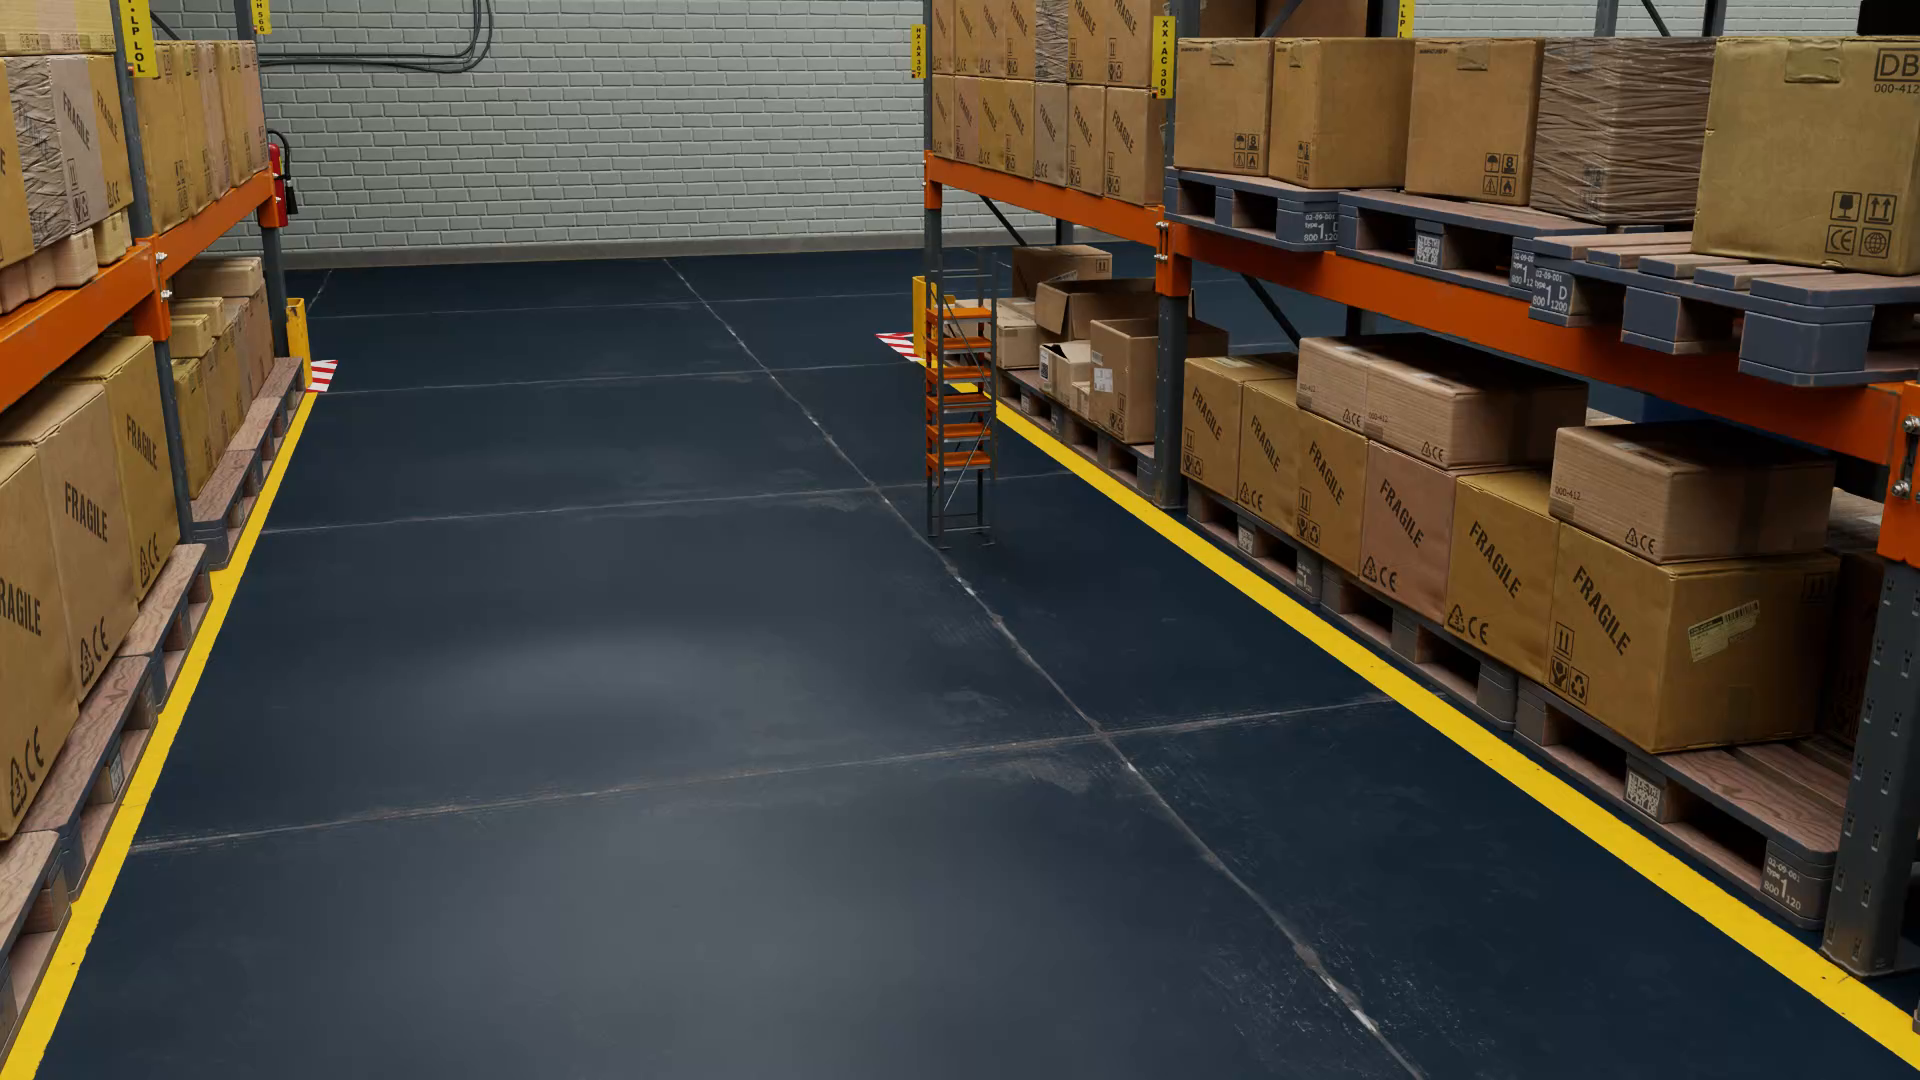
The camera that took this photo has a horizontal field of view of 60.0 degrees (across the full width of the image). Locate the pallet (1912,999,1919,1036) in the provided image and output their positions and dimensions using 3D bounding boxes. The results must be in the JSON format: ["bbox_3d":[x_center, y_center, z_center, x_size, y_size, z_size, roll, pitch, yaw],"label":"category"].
[{"bbox_3d":[2.649,1.054,3.077,1.003,0.211,1.213,-5,17,-15],"label":"pallet"}]

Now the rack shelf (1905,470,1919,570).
[{"bbox_3d":[3.010,0.385,1.706,1.077,0.370,4.000,-5,17,-15],"label":"rack shelf"}]

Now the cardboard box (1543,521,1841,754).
[{"bbox_3d":[1.977,0.234,4.540,0.500,0.500,0.500,-4,17,-13],"label":"cardboard box"}]

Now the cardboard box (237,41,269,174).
[{"bbox_3d":[-4.351,-2.336,8.994,0.980,0.700,0.700,-4,17,-13],"label":"cardboard box"}]

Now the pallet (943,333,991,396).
[{"bbox_3d":[0.502,-1.148,10.408,1.003,0.211,1.213,-5,17,-15],"label":"pallet"}]

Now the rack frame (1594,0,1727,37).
[{"bbox_3d":[5.025,-3.116,12.111,1.000,3.000,0.127,-5,17,-15],"label":"rack frame"}]

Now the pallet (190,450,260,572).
[{"bbox_3d":[-3.535,-0.107,6.942,1.003,0.211,1.213,-5,17,-15],"label":"pallet"}]

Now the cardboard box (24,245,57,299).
[{"bbox_3d":[-2.784,-0.760,4.670,0.380,0.149,0.250,-5,17,-15],"label":"cardboard box"}]

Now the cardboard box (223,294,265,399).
[{"bbox_3d":[-4.074,-1.013,8.724,0.700,0.500,0.500,-5,17,-15],"label":"cardboard box"}]

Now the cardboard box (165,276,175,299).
[{"bbox_3d":[-4.230,-1.271,8.457,0.380,0.149,0.250,-5,17,-15],"label":"cardboard box"}]

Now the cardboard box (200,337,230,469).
[{"bbox_3d":[-3.643,-0.584,7.299,0.700,0.500,0.500,-5,17,-16],"label":"cardboard box"}]

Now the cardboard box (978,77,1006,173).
[{"bbox_3d":[0.412,-2.348,9.382,0.500,0.500,0.500,-5,17,-15],"label":"cardboard box"}]

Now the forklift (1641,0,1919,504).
[{"bbox_3d":[3.873,-1.153,5.694,1.130,2.935,3.031,-6,18,-18],"label":"forklift"}]

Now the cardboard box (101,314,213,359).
[{"bbox_3d":[-3.427,-0.865,7.105,0.380,0.149,0.250,-4,17,-13],"label":"cardboard box"}]

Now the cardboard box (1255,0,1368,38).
[{"bbox_3d":[1.502,-2.298,7.477,0.500,0.500,0.500,-4,17,-14],"label":"cardboard box"}]

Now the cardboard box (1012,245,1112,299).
[{"bbox_3d":[0.648,-1.608,10.671,0.500,0.500,0.500,-5,17,-15],"label":"cardboard box"}]

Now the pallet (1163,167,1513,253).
[{"bbox_3d":[1.475,-1.297,6.391,1.003,0.211,1.213,-5,17,-15],"label":"pallet"}]

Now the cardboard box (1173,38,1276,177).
[{"bbox_3d":[1.276,-1.719,6.558,0.700,0.500,0.500,-12,20,-34],"label":"cardboard box"}]

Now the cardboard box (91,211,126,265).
[{"bbox_3d":[-2.944,-0.976,5.391,0.380,0.149,0.250,-4,17,-14],"label":"cardboard box"}]

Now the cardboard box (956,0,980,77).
[{"bbox_3d":[0.281,-2.965,9.695,0.500,0.500,0.500,-5,17,-15],"label":"cardboard box"}]

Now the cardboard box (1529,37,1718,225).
[{"bbox_3d":[2.111,-1.195,4.812,0.700,0.500,0.500,-1,17,-5],"label":"cardboard box"}]

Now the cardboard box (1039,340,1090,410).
[{"bbox_3d":[0.725,-0.885,8.592,0.500,0.311,0.500,-5,17,-15],"label":"cardboard box"}]

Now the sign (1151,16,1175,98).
[{"bbox_3d":[0.841,-1.989,6.853,0.100,0.325,0.005,-5,17,-15],"label":"sign"}]

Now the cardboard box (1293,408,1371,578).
[{"bbox_3d":[1.547,-0.194,5.964,0.500,0.500,0.500,-4,17,-15],"label":"cardboard box"}]

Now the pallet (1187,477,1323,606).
[{"bbox_3d":[1.621,-0.061,6.790,1.003,0.211,1.213,-5,17,-15],"label":"pallet"}]

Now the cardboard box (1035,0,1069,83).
[{"bbox_3d":[0.691,-2.546,8.302,0.500,0.500,0.500,-5,17,-15],"label":"cardboard box"}]

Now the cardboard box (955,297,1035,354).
[{"bbox_3d":[0.276,-1.308,10.108,0.500,0.250,0.500,-5,17,-15],"label":"cardboard box"}]

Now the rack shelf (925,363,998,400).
[{"bbox_3d":[0.004,-0.643,6.744,0.258,0.103,0.180,-5,17,-15],"label":"rack shelf"}]

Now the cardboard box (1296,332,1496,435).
[{"bbox_3d":[1.534,-0.562,5.886,0.500,0.250,0.500,-5,17,-15],"label":"cardboard box"}]

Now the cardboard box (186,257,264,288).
[{"bbox_3d":[-4.001,-1.441,9.021,0.380,0.149,0.250,-5,17,-16],"label":"cardboard box"}]

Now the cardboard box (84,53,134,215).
[{"bbox_3d":[-3.032,-1.318,5.402,0.500,0.500,0.500,-5,17,-16],"label":"cardboard box"}]

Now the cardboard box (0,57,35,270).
[{"bbox_3d":[-2.610,-0.901,4.011,0.500,0.500,0.500,-4,17,-14],"label":"cardboard box"}]

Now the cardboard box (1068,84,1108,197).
[{"bbox_3d":[0.834,-1.927,7.980,0.500,0.500,0.500,-4,17,-14],"label":"cardboard box"}]

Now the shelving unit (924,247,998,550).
[{"bbox_3d":[0.004,-0.571,6.766,0.258,1.200,0.189,-5,17,-15],"label":"shelving unit"}]

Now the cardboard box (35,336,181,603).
[{"bbox_3d":[-3.098,-0.228,5.505,0.750,0.750,0.750,-4,17,-15],"label":"cardboard box"}]

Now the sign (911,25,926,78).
[{"bbox_3d":[-0.260,-3.097,10.544,0.100,0.325,0.005,-5,17,-15],"label":"sign"}]

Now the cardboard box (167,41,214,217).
[{"bbox_3d":[-3.730,-1.724,6.955,0.980,0.700,0.700,-5,17,-17],"label":"cardboard box"}]

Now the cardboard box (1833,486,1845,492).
[{"bbox_3d":[2.327,0.042,5.179,0.500,0.500,0.500,-5,17,-16],"label":"cardboard box"}]

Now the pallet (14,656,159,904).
[{"bbox_3d":[-2.778,0.655,4.405,1.003,0.211,1.213,-5,17,-15],"label":"pallet"}]

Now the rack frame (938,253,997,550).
[{"bbox_3d":[0.029,-0.545,6.682,0.240,1.200,0.006,-5,17,-15],"label":"rack frame"}]

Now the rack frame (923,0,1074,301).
[{"bbox_3d":[0.261,-2.725,10.811,1.000,3.000,0.127,-5,17,-15],"label":"rack frame"}]

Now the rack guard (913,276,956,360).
[{"bbox_3d":[0.282,-1.507,11.101,1.175,0.500,0.348,-5,17,-15],"label":"rack guard"}]

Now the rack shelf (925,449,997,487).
[{"bbox_3d":[0.004,-0.298,6.848,0.258,0.103,0.180,-5,17,-15],"label":"rack shelf"}]
